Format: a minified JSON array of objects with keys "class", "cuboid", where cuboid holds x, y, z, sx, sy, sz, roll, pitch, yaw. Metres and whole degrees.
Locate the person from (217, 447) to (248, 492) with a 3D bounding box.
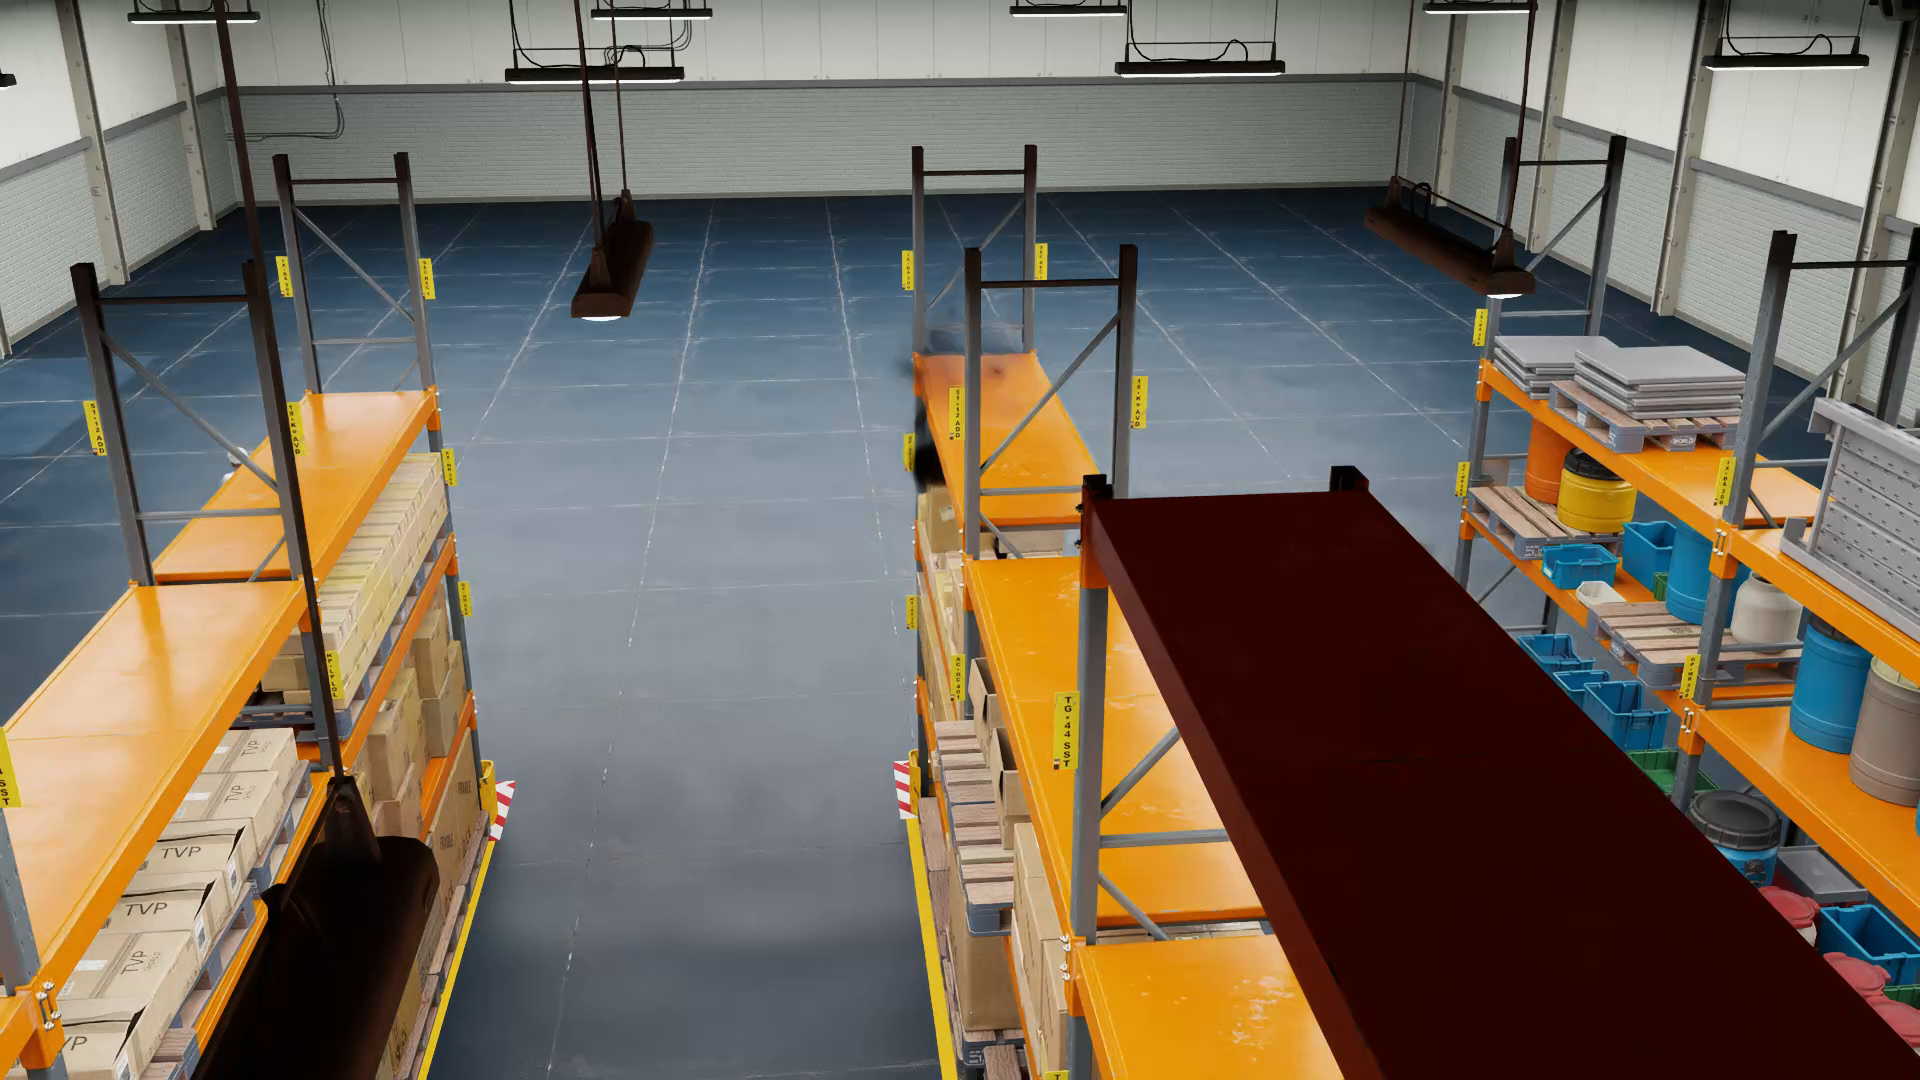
[{"class":"person","cuboid":[-8.536,-0.281,19.924,0.964,1.763,0.695,16,27,35]}]
